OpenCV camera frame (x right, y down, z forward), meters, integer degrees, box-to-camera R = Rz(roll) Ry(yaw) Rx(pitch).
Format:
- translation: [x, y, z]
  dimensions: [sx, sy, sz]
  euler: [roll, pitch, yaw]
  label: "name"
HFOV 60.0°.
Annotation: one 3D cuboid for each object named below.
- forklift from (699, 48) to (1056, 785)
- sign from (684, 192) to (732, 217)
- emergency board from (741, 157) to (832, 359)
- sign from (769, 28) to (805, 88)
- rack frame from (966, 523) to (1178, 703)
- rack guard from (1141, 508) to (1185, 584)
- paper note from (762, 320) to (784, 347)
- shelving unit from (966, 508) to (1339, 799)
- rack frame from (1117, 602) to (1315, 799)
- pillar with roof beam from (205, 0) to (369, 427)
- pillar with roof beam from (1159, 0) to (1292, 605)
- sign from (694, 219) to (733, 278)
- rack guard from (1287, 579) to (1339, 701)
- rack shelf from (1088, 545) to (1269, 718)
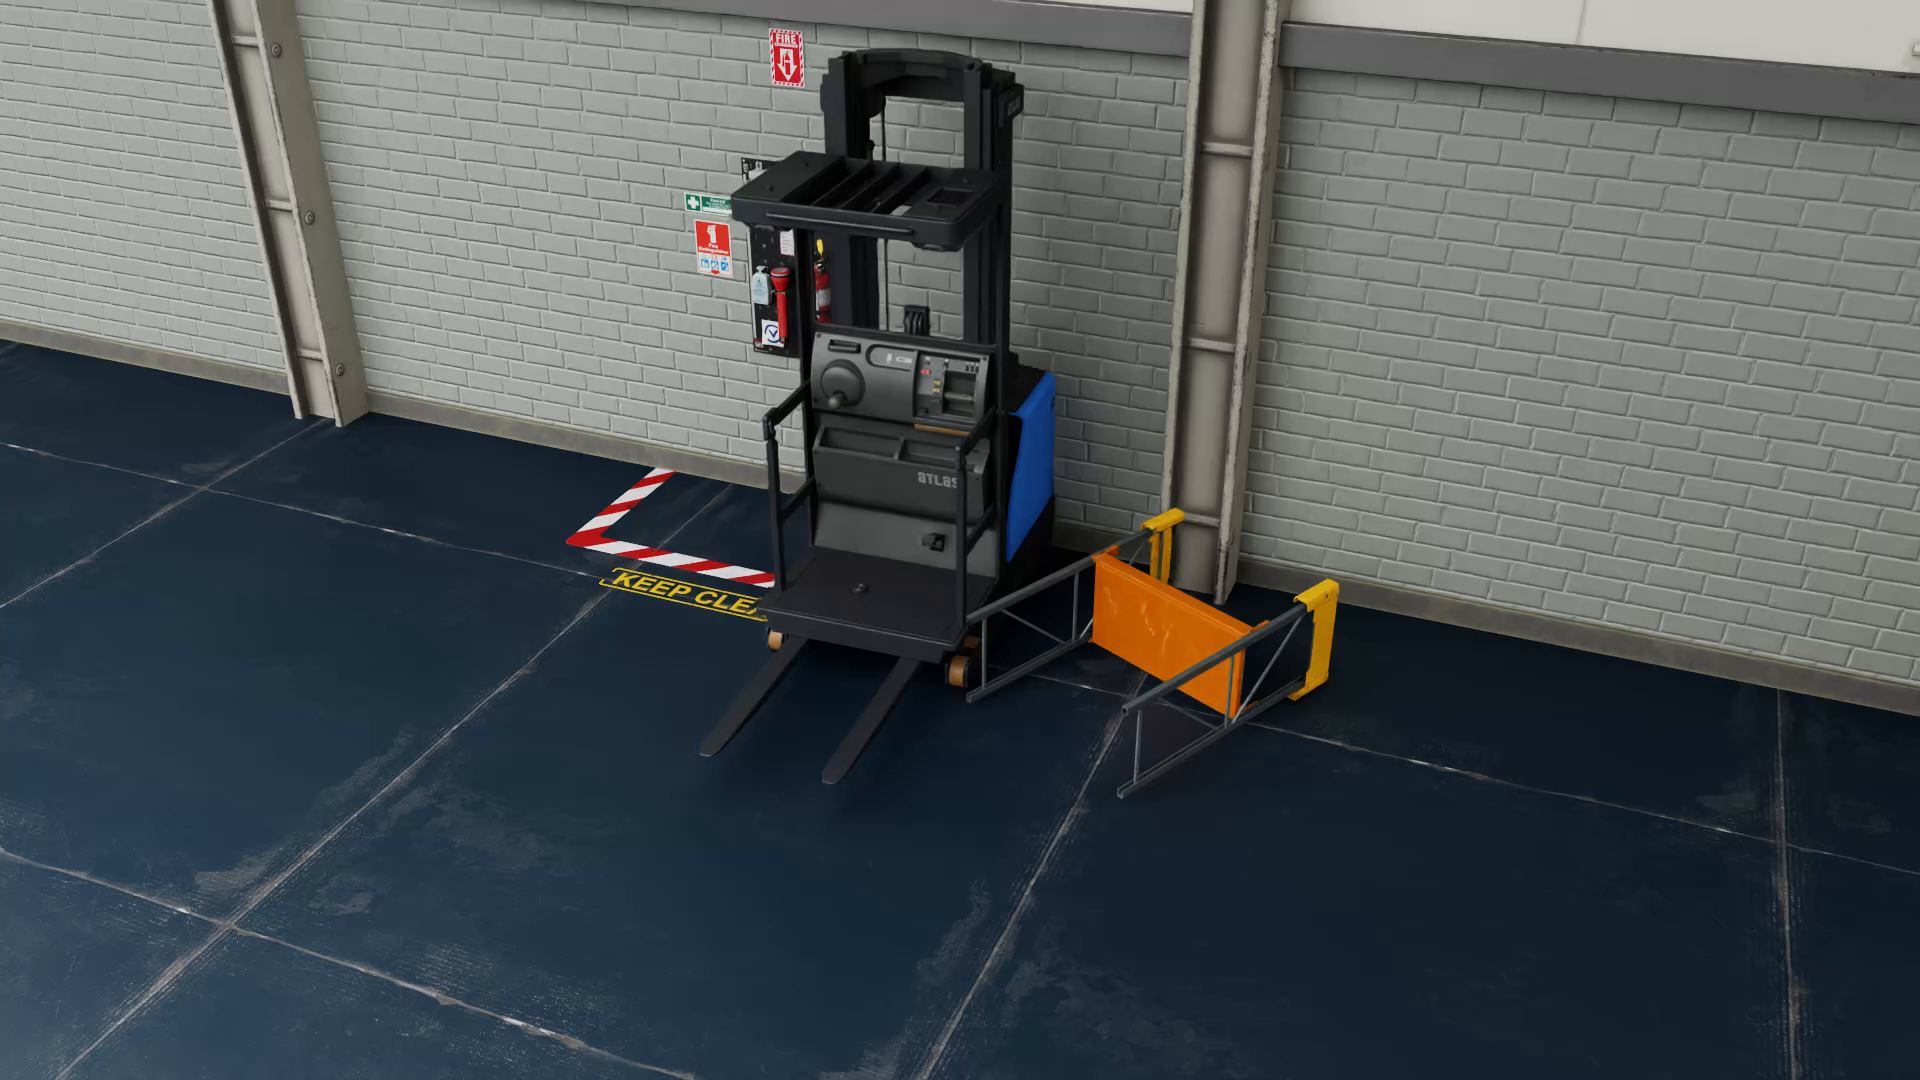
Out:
- translation: [-0.372, -0.755, 8.107]
  dimensions: [1.130, 2.935, 3.031]
  euler: [10, 31, 17]
  label: "forklift"
- translation: [-1.431, -1.919, 9.522]
  dimensions: [0.331, 0.109, 0.001]
  euler: [11, 31, 19]
  label: "sign"
- translation: [-0.958, -1.529, 9.406]
  dimensions: [0.643, 1.169, 0.194]
  euler: [11, 31, 19]
  label: "emergency board"
- translation: [-0.928, -2.585, 8.919]
  dimensions: [0.199, 0.298, 0.001]
  euler: [11, 31, 19]
  label: "sign"
- translation: [0.596, 0.335, 8.534]
  dimensions: [1.500, 0.500, 0.032]
  euler: [-24, 37, -36]
  label: "rack frame"
- translation: [1.070, 0.134, 8.888]
  dimensions: [0.250, 0.587, 0.087]
  euler: [-24, 37, -36]
  label: "rack guard"
- translation: [-1.097, -1.209, 9.736]
  dimensions: [0.142, 0.148, 0.016]
  euler: [11, 31, 19]
  label: "paper note"
- translation: [0.944, 0.523, 8.202]
  dimensions: [1.500, 0.587, 1.083]
  euler: [-24, 37, -36]
  label: "shelving unit"
- translation: [1.281, 0.705, 7.881]
  dimensions: [1.500, 0.500, 0.032]
  euler: [-24, 37, -36]
  label: "rack frame"
- translation: [-5.861, -2.813, 5.581]
  dimensions: [0.400, 9.000, 9.100]
  euler: [11, 31, 19]
  label: "pillar with roof beam"
- translation: [-0.301, -1.703, 3.617]
  dimensions: [0.400, 9.000, 9.100]
  euler: [11, 31, 19]
  label: "pillar with roof beam"
- translation: [-1.432, -1.693, 9.661]
  dimensions: [0.234, 0.329, 0.001]
  euler: [11, 31, 19]
  label: "sign"
- translation: [1.742, 0.496, 8.248]
  dimensions: [0.250, 0.587, 0.087]
  euler: [-24, 37, -36]
  label: "rack guard"
- translation: [1.071, 0.460, 8.313]
  dimensions: [0.185, 0.538, 1.000]
  euler: [-24, 37, -36]
  label: "rack shelf"
